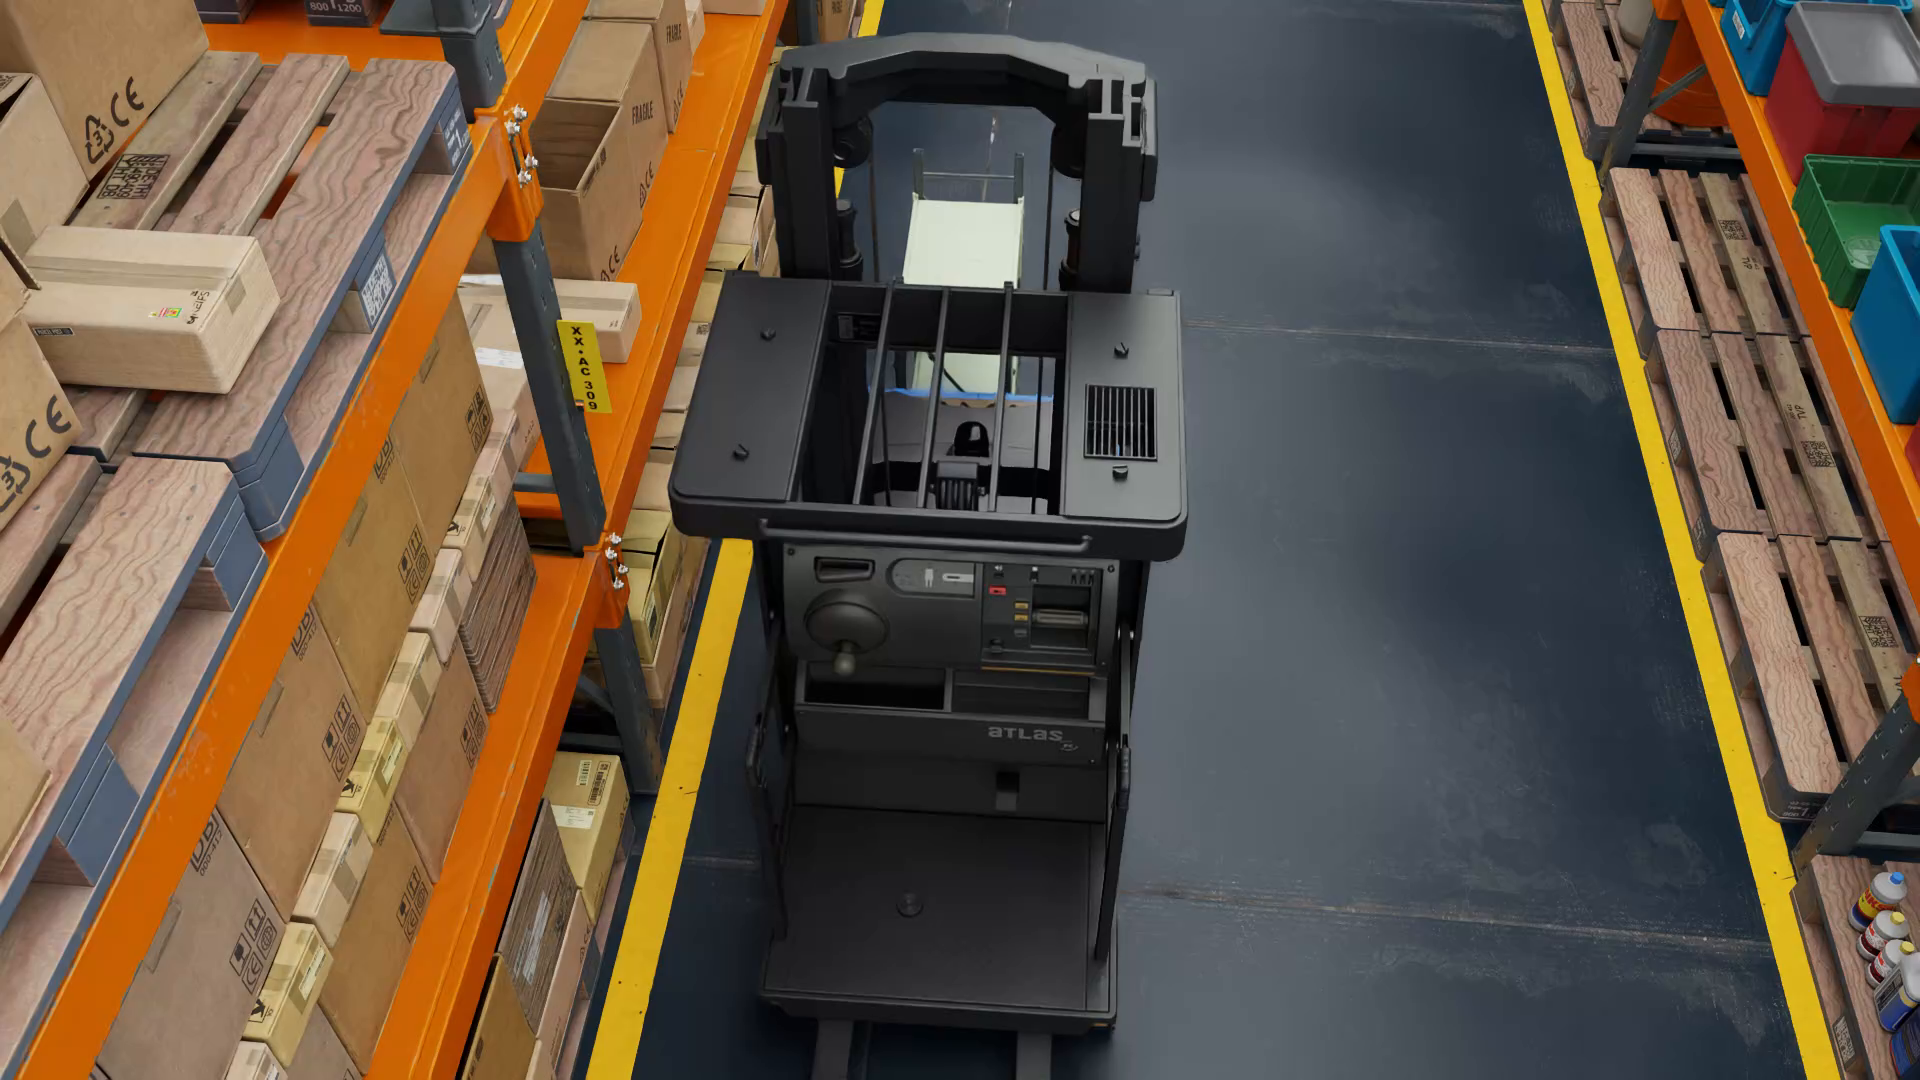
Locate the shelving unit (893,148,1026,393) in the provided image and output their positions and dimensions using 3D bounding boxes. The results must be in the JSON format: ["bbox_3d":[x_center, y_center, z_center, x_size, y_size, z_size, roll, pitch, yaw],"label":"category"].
[{"bbox_3d":[0.005,-0.622,6.302,0.431,1.500,0.755,3,48,3],"label":"shelving unit"}]

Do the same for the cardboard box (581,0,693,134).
[{"bbox_3d":[-1.341,-1.922,6.408,0.500,0.500,0.500,2,48,1],"label":"cardboard box"}]

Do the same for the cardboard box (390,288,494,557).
[{"bbox_3d":[-1.603,-0.329,4.071,0.700,0.500,0.500,4,48,4],"label":"cardboard box"}]

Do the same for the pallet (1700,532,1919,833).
[{"bbox_3d":[3.397,0.514,6.137,1.003,0.211,1.213,4,48,4],"label":"pallet"}]

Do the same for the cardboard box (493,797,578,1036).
[{"bbox_3d":[-1.450,1.072,4.808,0.500,0.500,0.500,4,48,4],"label":"cardboard box"}]

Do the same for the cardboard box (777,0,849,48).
[{"bbox_3d":[-0.878,-2.743,8.622,0.500,0.500,0.500,6,48,5],"label":"cardboard box"}]

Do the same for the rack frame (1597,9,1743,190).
[{"bbox_3d":[3.729,-2.787,7.266,1.000,3.000,0.127,4,48,4],"label":"rack frame"}]

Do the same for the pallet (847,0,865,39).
[{"bbox_3d":[-1.098,-2.728,9.102,1.003,0.211,1.213,4,48,4],"label":"pallet"}]

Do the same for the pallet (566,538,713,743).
[{"bbox_3d":[-1.540,0.214,6.412,1.003,0.211,1.213,4,48,4],"label":"pallet"}]

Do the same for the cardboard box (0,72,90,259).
[{"bbox_3d":[-1.926,-0.606,2.919,0.500,0.311,0.500,2,48,1],"label":"cardboard box"}]

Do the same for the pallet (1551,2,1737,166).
[{"bbox_3d":[3.759,-2.428,8.828,1.003,0.211,1.213,4,48,4],"label":"pallet"}]

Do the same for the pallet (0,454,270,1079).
[{"bbox_3d":[-1.734,0.357,2.418,1.003,0.211,1.213,4,48,4],"label":"pallet"}]

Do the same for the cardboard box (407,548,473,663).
[{"bbox_3d":[-1.426,0.152,4.071,0.380,0.149,0.250,3,48,2],"label":"cardboard box"}]

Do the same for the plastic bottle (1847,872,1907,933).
[{"bbox_3d":[2.898,1.129,5.235,0.097,0.271,0.097,0,48,0],"label":"plastic bottle"}]

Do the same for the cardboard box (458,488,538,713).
[{"bbox_3d":[-1.603,0.109,4.550,0.700,0.500,0.500,3,48,3],"label":"cardboard box"}]

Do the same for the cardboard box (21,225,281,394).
[{"bbox_3d":[-1.406,-0.395,2.837,0.380,0.149,0.250,4,48,4],"label":"cardboard box"}]

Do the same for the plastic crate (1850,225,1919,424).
[{"bbox_3d":[3.155,-0.674,5.344,0.392,0.384,0.575,4,48,4],"label":"plastic crate"}]

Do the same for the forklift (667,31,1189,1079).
[{"bbox_3d":[-0.041,0.301,4.489,1.130,2.935,3.031,3,48,3],"label":"forklift"}]

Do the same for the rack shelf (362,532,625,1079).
[{"bbox_3d":[-1.751,1.529,3.806,1.077,0.370,4.000,4,48,4],"label":"rack shelf"}]

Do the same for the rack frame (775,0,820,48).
[{"bbox_3d":[-1.204,-3.123,7.573,1.000,3.000,0.127,4,48,4],"label":"rack frame"}]

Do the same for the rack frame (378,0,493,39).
[{"bbox_3d":[-1.568,-2.208,2.671,1.000,3.000,0.127,4,48,4],"label":"rack frame"}]

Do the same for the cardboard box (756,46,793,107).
[{"bbox_3d":[-1.006,-2.124,7.859,0.500,0.311,0.500,5,48,5],"label":"cardboard box"}]

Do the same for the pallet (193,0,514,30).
[{"bbox_3d":[-1.501,-1.780,4.442,0.805,0.209,1.217,2,48,2],"label":"pallet"}]

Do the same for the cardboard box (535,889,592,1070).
[{"bbox_3d":[-1.448,1.325,5.084,0.500,0.250,0.500,4,48,4],"label":"cardboard box"}]

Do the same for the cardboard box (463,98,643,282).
[{"bbox_3d":[-1.434,-1.168,5.717,0.500,0.500,0.500,7,48,6],"label":"cardboard box"}]

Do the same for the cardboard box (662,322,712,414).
[{"bbox_3d":[-1.186,-0.621,6.484,0.500,0.311,0.500,2,48,2],"label":"cardboard box"}]

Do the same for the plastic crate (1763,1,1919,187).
[{"bbox_3d":[3.277,-1.642,6.175,0.402,0.464,0.583,4,48,4],"label":"plastic crate"}]

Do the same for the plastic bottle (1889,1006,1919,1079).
[{"bbox_3d":[2.877,1.463,4.876,0.144,0.351,0.185,5,48,5],"label":"plastic bottle"}]

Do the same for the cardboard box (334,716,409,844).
[{"bbox_3d":[-1.474,0.526,3.729,0.380,0.149,0.250,4,48,3],"label":"cardboard box"}]

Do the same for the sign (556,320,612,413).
[{"bbox_3d":[-1.016,-0.466,4.503,0.100,0.325,0.005,4,48,4],"label":"sign"}]

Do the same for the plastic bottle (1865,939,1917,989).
[{"bbox_3d":[2.880,1.302,5.124,0.097,0.201,0.097,0,48,0],"label":"plastic bottle"}]

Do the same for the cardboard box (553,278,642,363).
[{"bbox_3d":[-1.284,-0.736,5.561,0.380,0.149,0.250,4,48,4],"label":"cardboard box"}]

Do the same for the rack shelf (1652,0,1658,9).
[{"bbox_3d":[3.911,-4.014,8.876,1.077,0.370,4.000,4,48,4],"label":"rack shelf"}]

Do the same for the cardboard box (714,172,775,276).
[{"bbox_3d":[-1.096,-1.371,7.170,0.500,0.311,0.500,4,48,3],"label":"cardboard box"}]

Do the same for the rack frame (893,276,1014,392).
[{"bbox_3d":[-0.021,-0.352,6.056,0.400,1.500,0.023,3,48,3],"label":"rack frame"}]

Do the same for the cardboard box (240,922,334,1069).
[{"bbox_3d":[-1.518,0.906,3.381,0.380,0.149,0.250,5,48,5],"label":"cardboard box"}]

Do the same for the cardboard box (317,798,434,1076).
[{"bbox_3d":[-1.694,0.866,3.858,0.700,0.500,0.500,5,48,4],"label":"cardboard box"}]

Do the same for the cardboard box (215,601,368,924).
[{"bbox_3d":[-1.694,0.411,3.395,0.700,0.500,0.500,4,48,4],"label":"cardboard box"}]

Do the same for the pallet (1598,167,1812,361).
[{"bbox_3d":[3.619,-1.279,7.777,1.003,0.211,1.213,4,48,4],"label":"pallet"}]

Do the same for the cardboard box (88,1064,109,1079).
[{"bbox_3d":[-1.785,1.146,2.722,0.700,0.500,0.500,4,48,4],"label":"cardboard box"}]

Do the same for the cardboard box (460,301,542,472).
[{"bbox_3d":[-1.567,-0.498,5.274,0.500,0.250,0.500,7,48,6],"label":"cardboard box"}]

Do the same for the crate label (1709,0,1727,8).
[{"bbox_3d":[3.317,-2.446,7.068,0.303,0.233,0.416,4,48,4],"label":"crate label"}]

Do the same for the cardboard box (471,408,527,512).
[{"bbox_3d":[-1.380,-0.222,4.413,0.380,0.149,0.250,4,48,3],"label":"cardboard box"}]

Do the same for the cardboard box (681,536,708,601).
[{"bbox_3d":[-1.237,-0.053,6.344,0.500,0.250,0.500,5,48,5],"label":"cardboard box"}]

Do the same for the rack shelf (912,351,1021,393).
[{"bbox_3d":[0.005,-0.401,6.543,0.431,0.370,0.720,3,48,3],"label":"rack shelf"}]

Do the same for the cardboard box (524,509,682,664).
[{"bbox_3d":[-1.283,0.127,5.800,0.500,0.311,0.500,4,48,4],"label":"cardboard box"}]

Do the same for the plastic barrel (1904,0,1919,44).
[{"bbox_3d":[3.847,-2.054,6.520,0.421,0.512,0.421,0,48,0],"label":"plastic barrel"}]

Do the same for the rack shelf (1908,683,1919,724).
[{"bbox_3d":[3.182,1.865,3.499,1.077,0.370,4.000,4,48,4],"label":"rack shelf"}]

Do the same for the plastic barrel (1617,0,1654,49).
[{"bbox_3d":[3.719,-2.871,8.744,0.421,0.512,0.421,0,48,0],"label":"plastic barrel"}]
